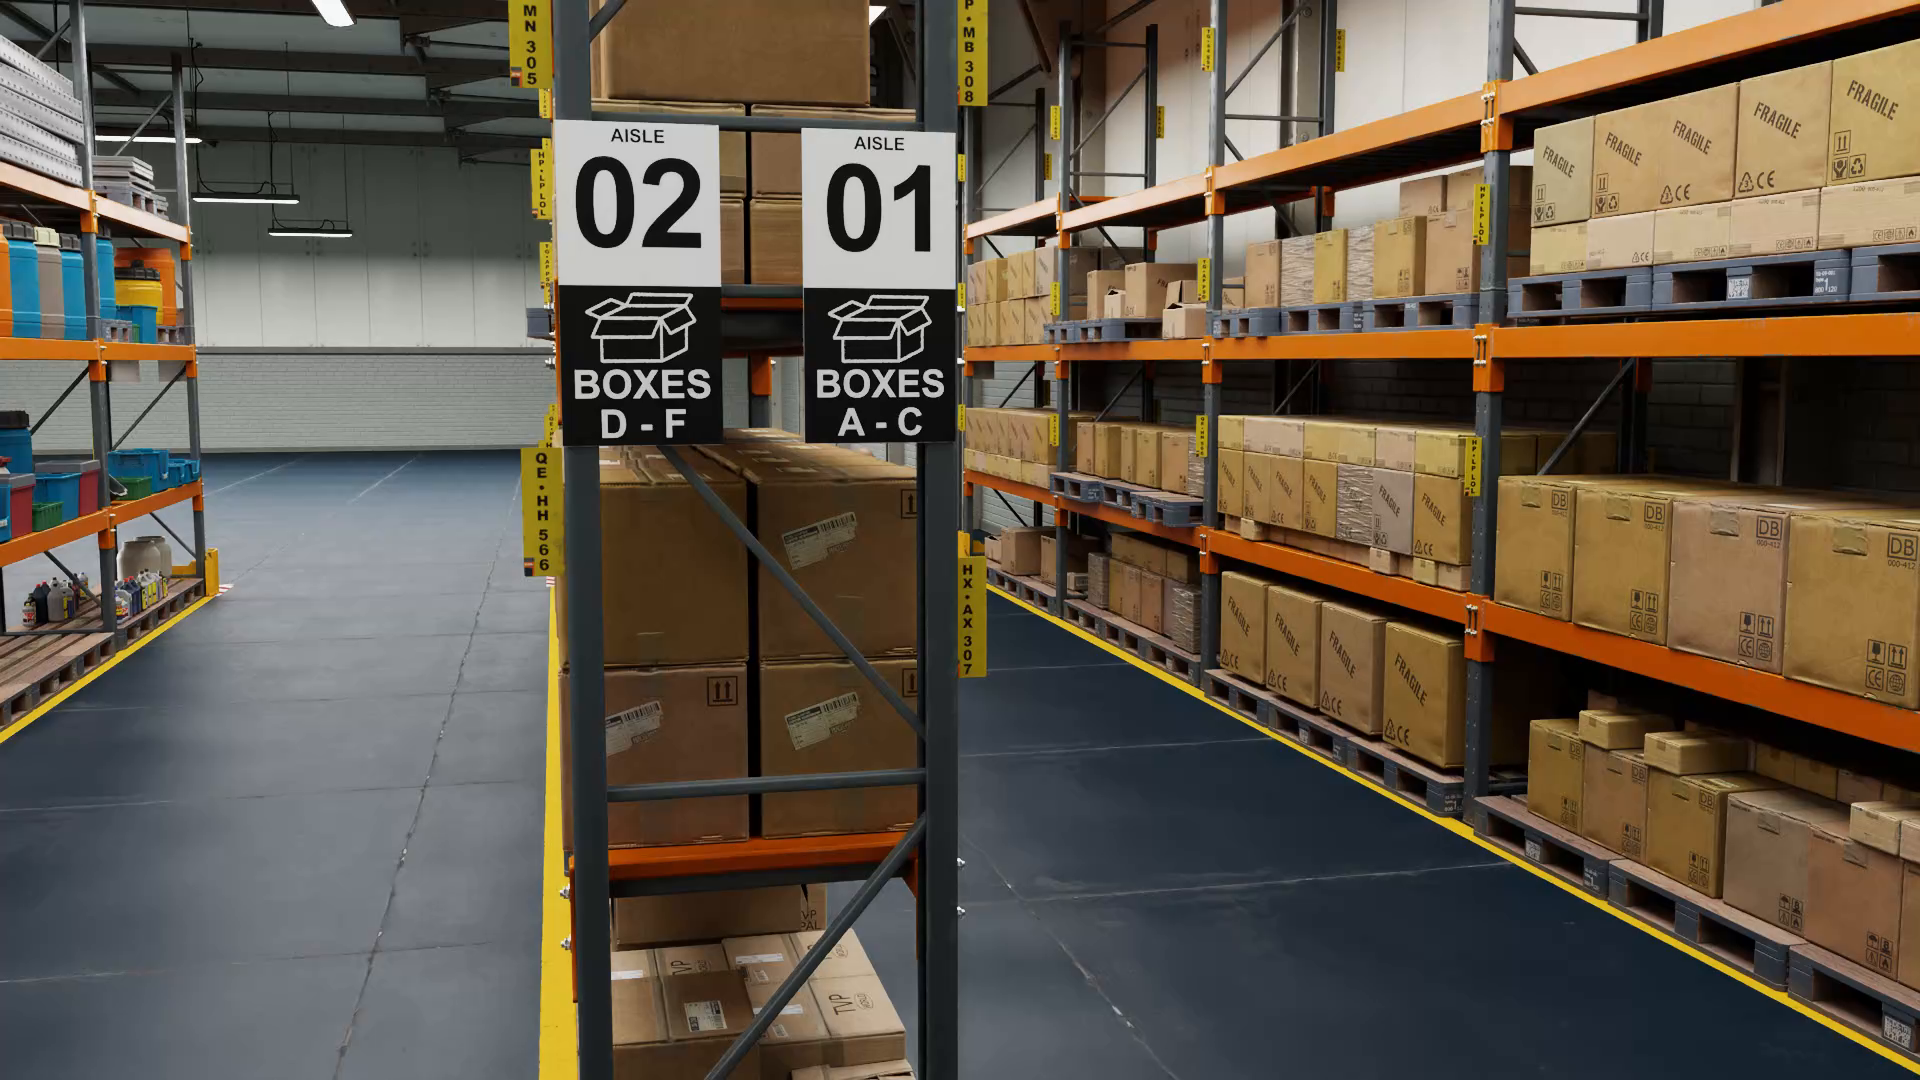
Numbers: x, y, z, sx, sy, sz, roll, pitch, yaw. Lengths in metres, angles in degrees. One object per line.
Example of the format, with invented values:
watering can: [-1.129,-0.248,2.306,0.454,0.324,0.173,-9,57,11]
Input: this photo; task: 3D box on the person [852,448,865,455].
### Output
person: [-1.016,-0.063,17.622,0.412,1.621,0.590,-2,6,-16]
